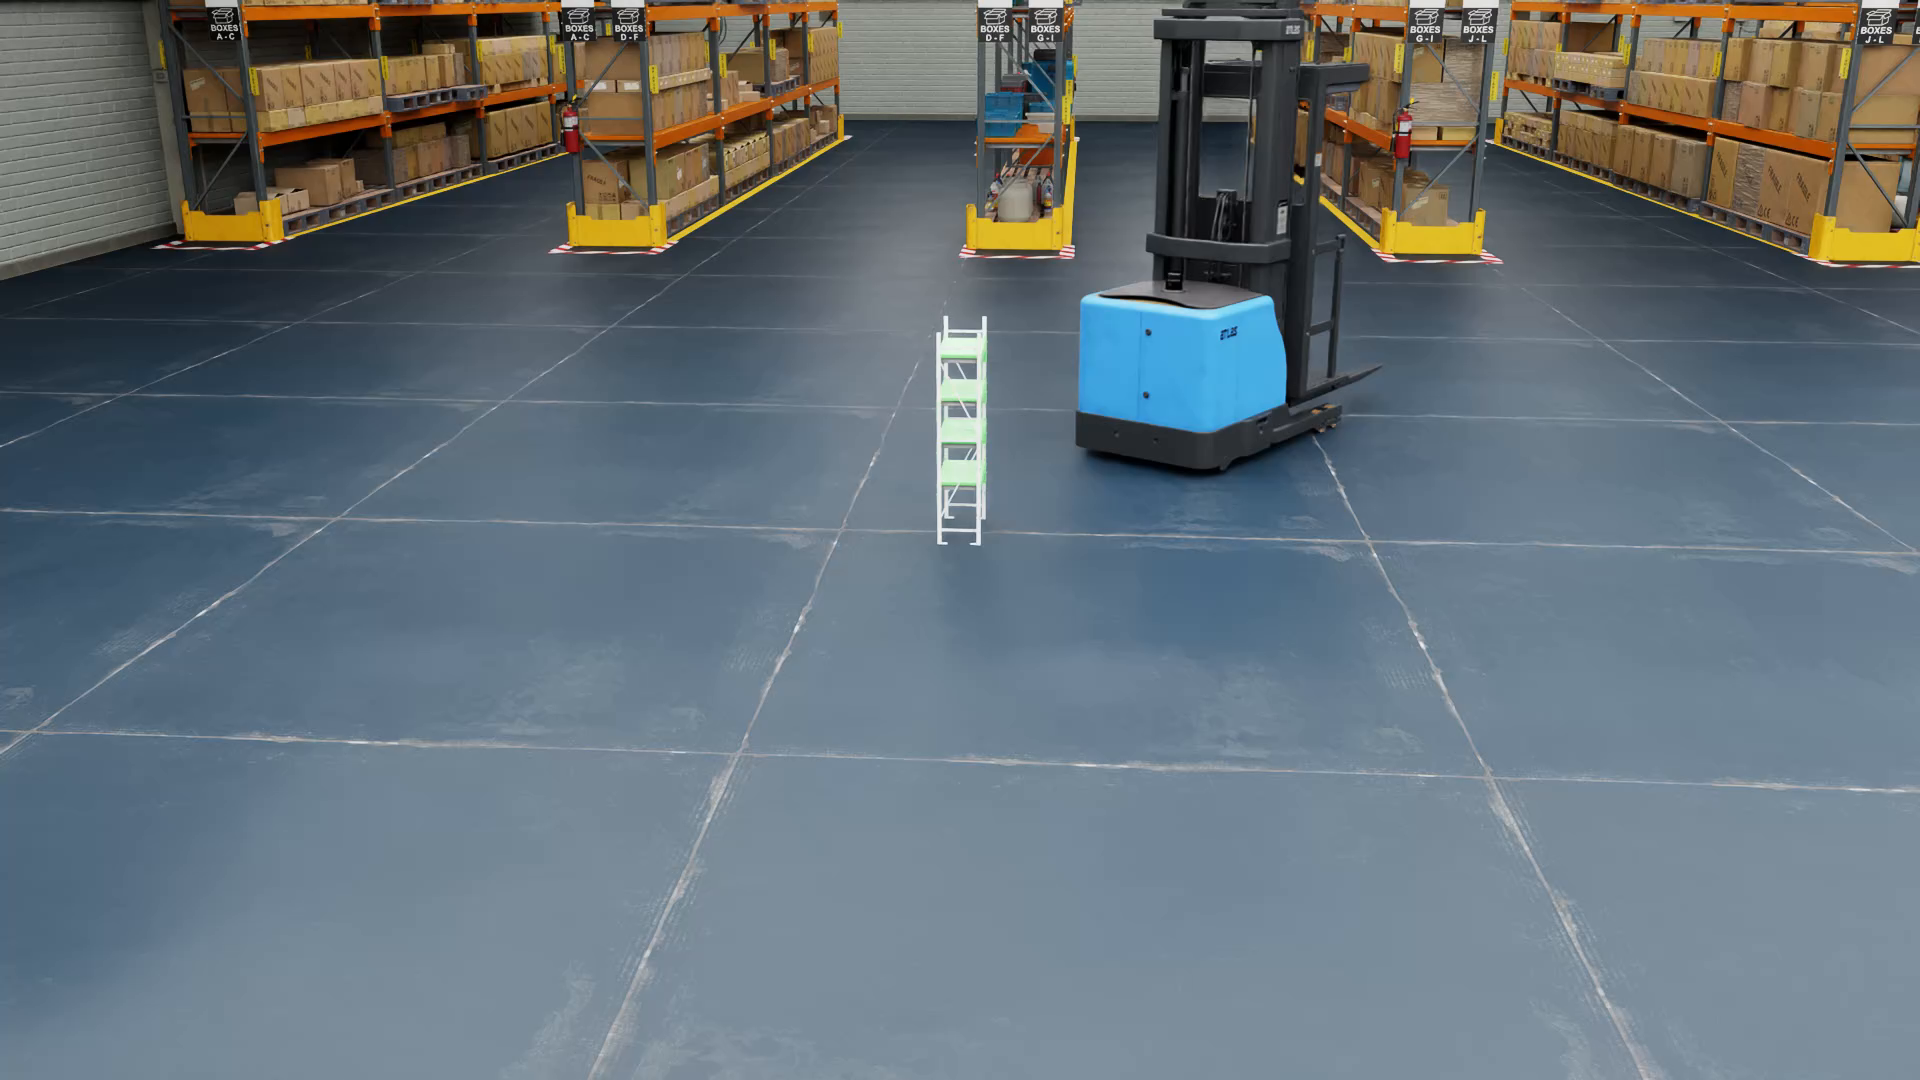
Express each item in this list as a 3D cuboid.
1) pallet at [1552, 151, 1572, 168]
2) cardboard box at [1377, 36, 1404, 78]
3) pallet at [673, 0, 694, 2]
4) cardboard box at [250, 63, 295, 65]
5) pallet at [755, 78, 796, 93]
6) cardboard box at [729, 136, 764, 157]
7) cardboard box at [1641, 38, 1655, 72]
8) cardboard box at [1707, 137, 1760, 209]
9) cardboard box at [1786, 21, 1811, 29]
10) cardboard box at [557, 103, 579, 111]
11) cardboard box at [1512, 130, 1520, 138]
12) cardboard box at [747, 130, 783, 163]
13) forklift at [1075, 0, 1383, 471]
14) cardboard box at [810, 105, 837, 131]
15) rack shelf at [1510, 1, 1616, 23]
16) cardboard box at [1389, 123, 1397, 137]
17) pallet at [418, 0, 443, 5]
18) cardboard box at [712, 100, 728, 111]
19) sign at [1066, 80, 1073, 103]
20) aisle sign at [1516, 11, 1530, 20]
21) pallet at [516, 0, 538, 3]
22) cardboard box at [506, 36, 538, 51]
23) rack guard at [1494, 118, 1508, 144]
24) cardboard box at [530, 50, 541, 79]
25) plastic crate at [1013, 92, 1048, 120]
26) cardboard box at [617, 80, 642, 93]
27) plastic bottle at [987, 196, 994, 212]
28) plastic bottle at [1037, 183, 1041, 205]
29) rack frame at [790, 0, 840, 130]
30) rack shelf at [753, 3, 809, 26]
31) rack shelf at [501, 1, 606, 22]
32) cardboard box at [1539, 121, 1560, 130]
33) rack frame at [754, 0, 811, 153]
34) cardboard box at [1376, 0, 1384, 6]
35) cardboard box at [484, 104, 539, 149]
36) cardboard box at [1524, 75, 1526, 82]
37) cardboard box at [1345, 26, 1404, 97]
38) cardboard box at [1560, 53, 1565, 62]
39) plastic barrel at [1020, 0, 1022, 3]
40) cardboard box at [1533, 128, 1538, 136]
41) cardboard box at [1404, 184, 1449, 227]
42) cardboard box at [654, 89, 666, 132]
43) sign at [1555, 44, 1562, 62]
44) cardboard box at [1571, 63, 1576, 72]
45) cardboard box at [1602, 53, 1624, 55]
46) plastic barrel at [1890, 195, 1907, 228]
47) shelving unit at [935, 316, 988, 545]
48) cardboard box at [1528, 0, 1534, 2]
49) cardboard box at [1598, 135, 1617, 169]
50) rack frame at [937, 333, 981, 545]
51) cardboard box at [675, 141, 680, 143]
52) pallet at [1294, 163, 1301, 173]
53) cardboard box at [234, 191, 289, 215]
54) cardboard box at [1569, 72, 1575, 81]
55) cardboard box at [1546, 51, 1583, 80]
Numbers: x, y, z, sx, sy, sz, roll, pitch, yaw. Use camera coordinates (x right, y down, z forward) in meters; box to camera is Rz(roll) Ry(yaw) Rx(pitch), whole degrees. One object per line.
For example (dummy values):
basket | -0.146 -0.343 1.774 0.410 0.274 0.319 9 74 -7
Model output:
pallet | 11.397 -6.890 30.113 1.003 0.211 1.213 1 18 4
cardboard box | 5.512 -6.024 20.745 0.500 0.500 0.500 1 18 4
pallet | -4.068 -7.077 21.529 1.003 0.211 1.213 1 18 4
cardboard box | -9.234 -6.123 22.297 0.500 0.500 0.500 2 18 5
pallet | -3.521 -8.092 29.611 1.003 0.211 1.213 1 18 4
cardboard box | -3.479 -6.409 27.006 0.500 0.311 0.500 1 18 3
cardboard box | 11.122 -7.599 26.029 0.700 0.500 0.500 1 18 4
cardboard box | 10.763 -4.969 22.508 0.875 0.875 0.875 2 18 5
cardboard box | 16.333 -10.021 32.382 0.380 0.149 0.250 1 18 4
cardboard box | -7.911 -8.746 33.594 0.380 0.149 0.250 1 18 2
cardboard box | 11.305 -8.152 33.387 0.380 0.149 0.250 2 18 5
cardboard box | -3.338 -6.736 28.470 0.500 0.500 0.500 2 18 6
forklift | 2.075 -2.230 11.523 1.130 2.935 3.031 14 23 36
cardboard box | -2.876 -8.911 35.109 0.500 0.500 0.500 1 18 4
rack shelf | 11.595 -10.162 31.957 1.077 0.370 4.000 1 18 4
cardboard box | 5.451 -5.003 20.277 0.380 0.149 0.250 1 18 4
pallet | -8.662 -8.294 25.403 1.213 0.211 1.003 1 18 4
cardboard box | -3.675 -6.488 24.811 0.380 0.149 0.250 1 18 4
sign | 1.545 -6.341 23.514 0.100 0.325 0.005 1 18 4
aisle sign | 11.444 -10.964 33.893 0.394 0.787 0.004 1 18 4
pallet | -8.327 -9.980 30.553 0.805 0.209 1.217 1 18 2
cardboard box | -8.135 -9.177 30.737 0.500 0.250 0.500 2 18 5
rack guard | 11.732 -8.488 34.525 1.175 0.500 0.348 1 18 4
cardboard box | -8.119 -8.822 30.859 0.500 0.500 0.500 1 18 4
plastic crate | 0.833 -6.036 23.127 0.767 0.338 0.504 1 18 4
cardboard box | -3.987 -5.568 20.395 0.380 0.149 0.250 1 18 4
plastic bottle | 0.405 -4.443 21.951 0.097 0.201 0.097 0 18 0
plastic bottle | 1.080 -4.729 22.694 0.061 0.283 0.133 1 18 4
rack frame | -3.083 -10.064 35.320 1.000 3.000 0.127 1 18 4
rack shelf | -3.513 -9.284 29.278 1.077 0.370 4.000 1 18 4
rack shelf | -8.167 -10.636 33.403 1.077 0.370 4.000 1 18 4
cardboard box | 11.207 -7.859 31.539 0.380 0.149 0.250 1 18 3
rack frame | -3.369 -8.822 31.529 1.000 3.000 0.127 1 18 4
cardboard box | 5.541 -6.853 20.942 0.500 0.250 0.500 1 18 3
cardboard box | -8.288 -7.628 30.664 0.750 0.750 0.750 2 18 6
cardboard box | 11.412 -9.157 32.956 0.380 0.149 0.250 1 18 3
cardboard box | 6.134 -6.843 23.852 1.000 1.000 1.000 1 18 4
cardboard box | 10.950 -8.621 29.691 0.380 0.149 0.250 2 18 5
plastic barrel | 0.817 -8.052 23.557 0.600 0.901 0.708 1 18 4
cardboard box | 11.280 -7.872 32.055 0.380 0.149 0.250 2 18 5
cardboard box | 5.712 -4.078 20.391 0.500 0.500 0.500 5 19 14
cardboard box | -4.151 -5.450 21.079 0.700 0.500 0.500 2 18 5
sign | 10.909 -8.879 30.311 0.100 0.325 0.005 1 18 4
cardboard box | 10.894 -8.242 29.009 0.380 0.149 0.250 2 18 6
cardboard box | 11.578 -8.528 29.404 0.380 0.149 0.250 1 18 2
plastic barrel | 12.326 -4.362 22.055 0.512 0.421 0.421 17 25 41
shelving unit | 0.012 -0.622 9.393 0.258 1.200 0.503 1 18 4
cardboard box | 11.385 -10.596 32.368 0.500 0.250 0.500 1 18 2
cardboard box | 10.951 -6.437 27.591 0.500 0.500 0.500 1 18 4
rack frame | -0.006 -0.546 9.162 0.240 1.200 0.015 1 18 4
cardboard box | -4.288 -5.449 23.774 0.500 0.500 0.500 1 18 4
pallet | 6.446 -6.653 29.388 1.003 0.211 1.213 1 18 4
cardboard box | -9.031 -4.349 21.488 0.500 0.311 0.500 -1 18 -2
cardboard box | 10.891 -8.105 29.069 0.380 0.149 0.250 0 18 1
cardboard box | 11.204 -8.803 30.832 0.500 0.500 0.500 1 18 4
